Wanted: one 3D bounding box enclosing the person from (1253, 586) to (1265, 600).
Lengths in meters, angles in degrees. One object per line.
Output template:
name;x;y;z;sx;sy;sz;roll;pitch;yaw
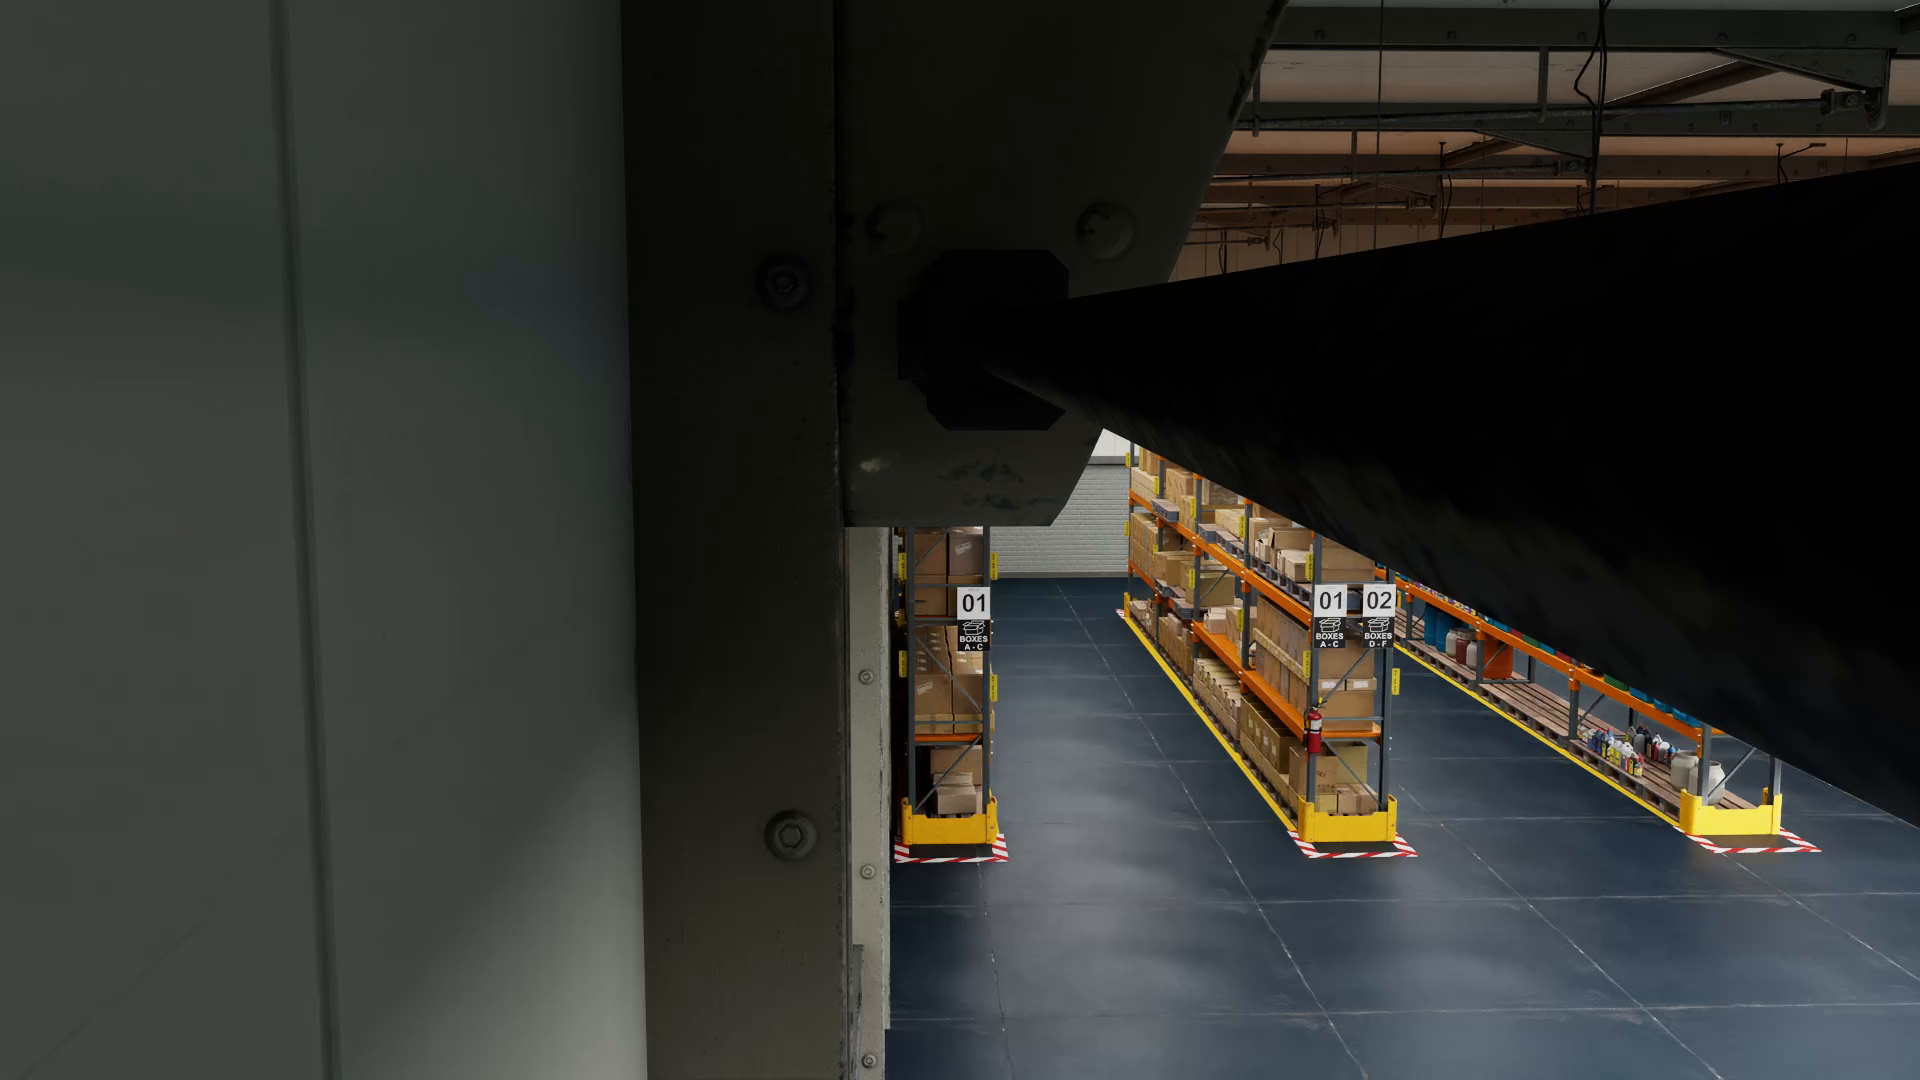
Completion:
person;6.246;1.168;34.117;0.562;1.609;0.580;0;7;-3
